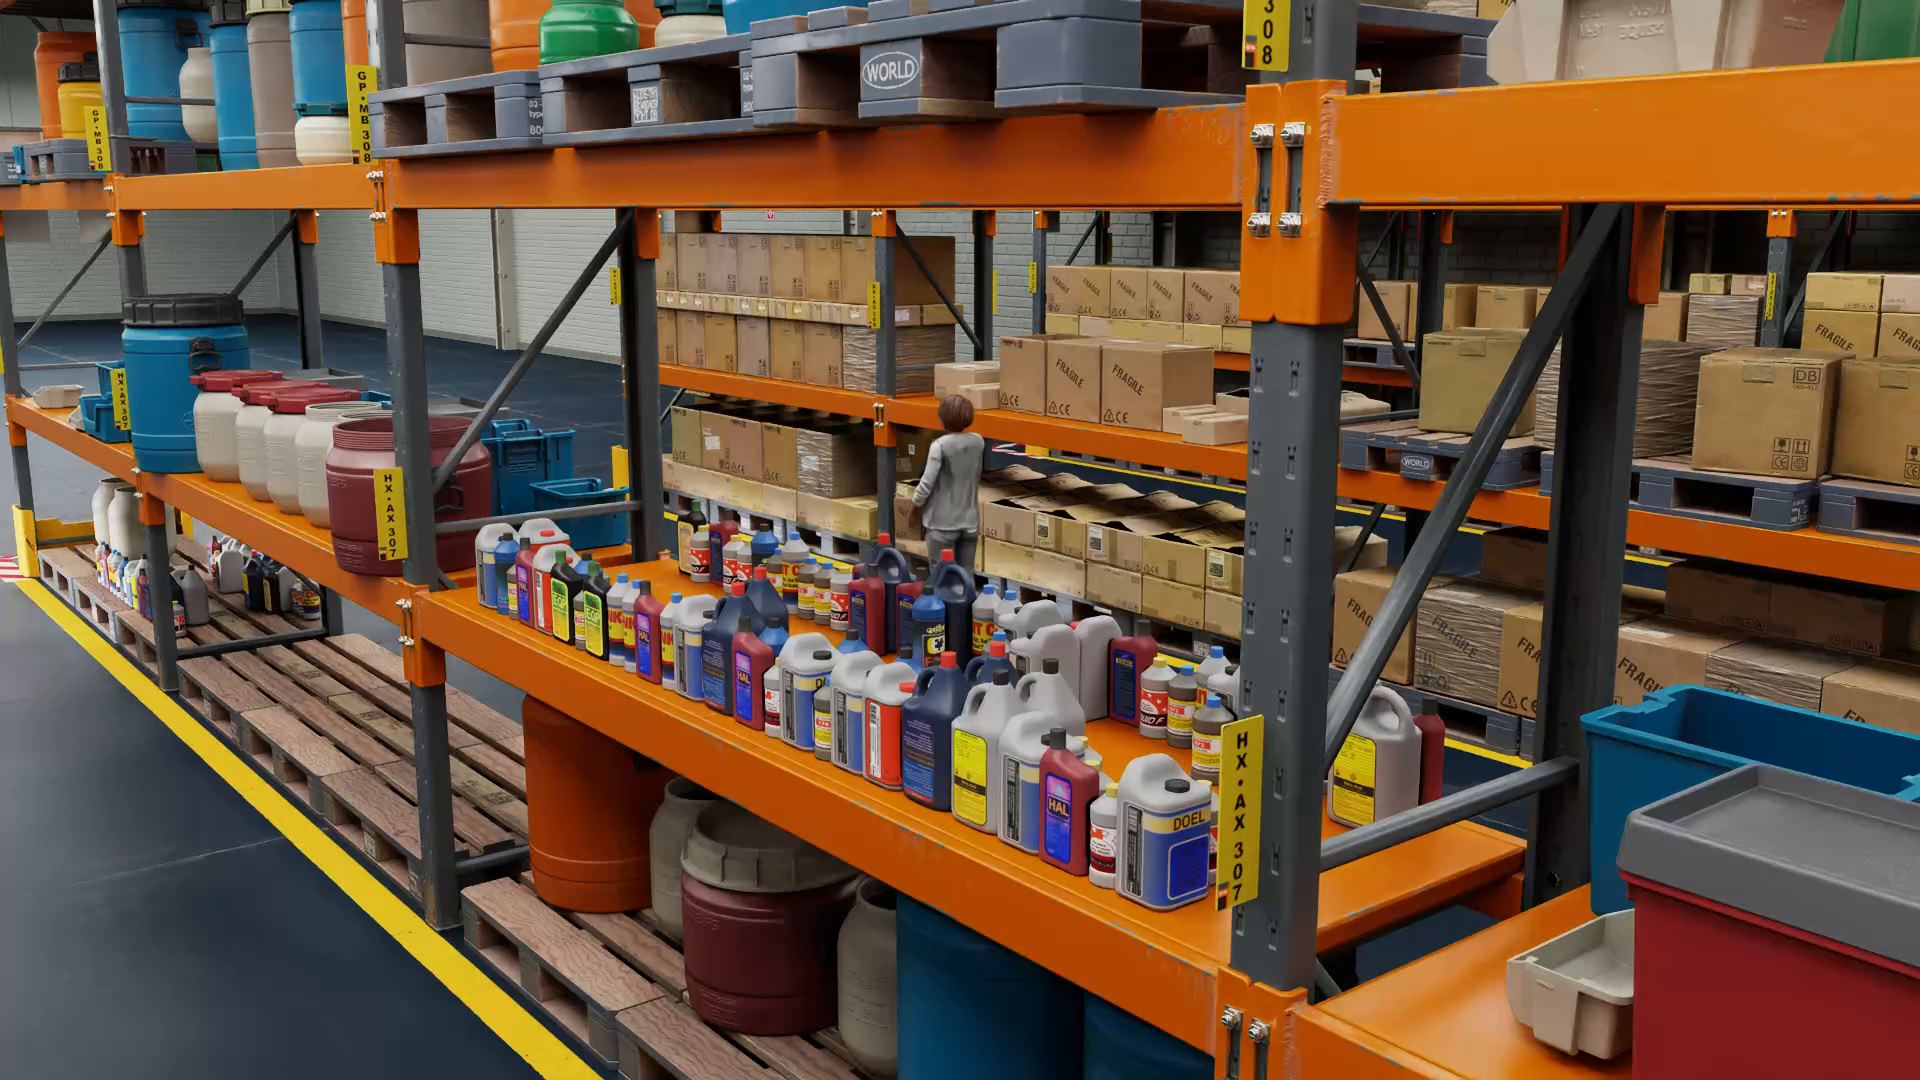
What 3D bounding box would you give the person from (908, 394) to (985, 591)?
[{"bbox_3d":[-0.073,-0.081,9.854,0.456,1.600,0.444,-9,14,-37],"label":"person"}]
